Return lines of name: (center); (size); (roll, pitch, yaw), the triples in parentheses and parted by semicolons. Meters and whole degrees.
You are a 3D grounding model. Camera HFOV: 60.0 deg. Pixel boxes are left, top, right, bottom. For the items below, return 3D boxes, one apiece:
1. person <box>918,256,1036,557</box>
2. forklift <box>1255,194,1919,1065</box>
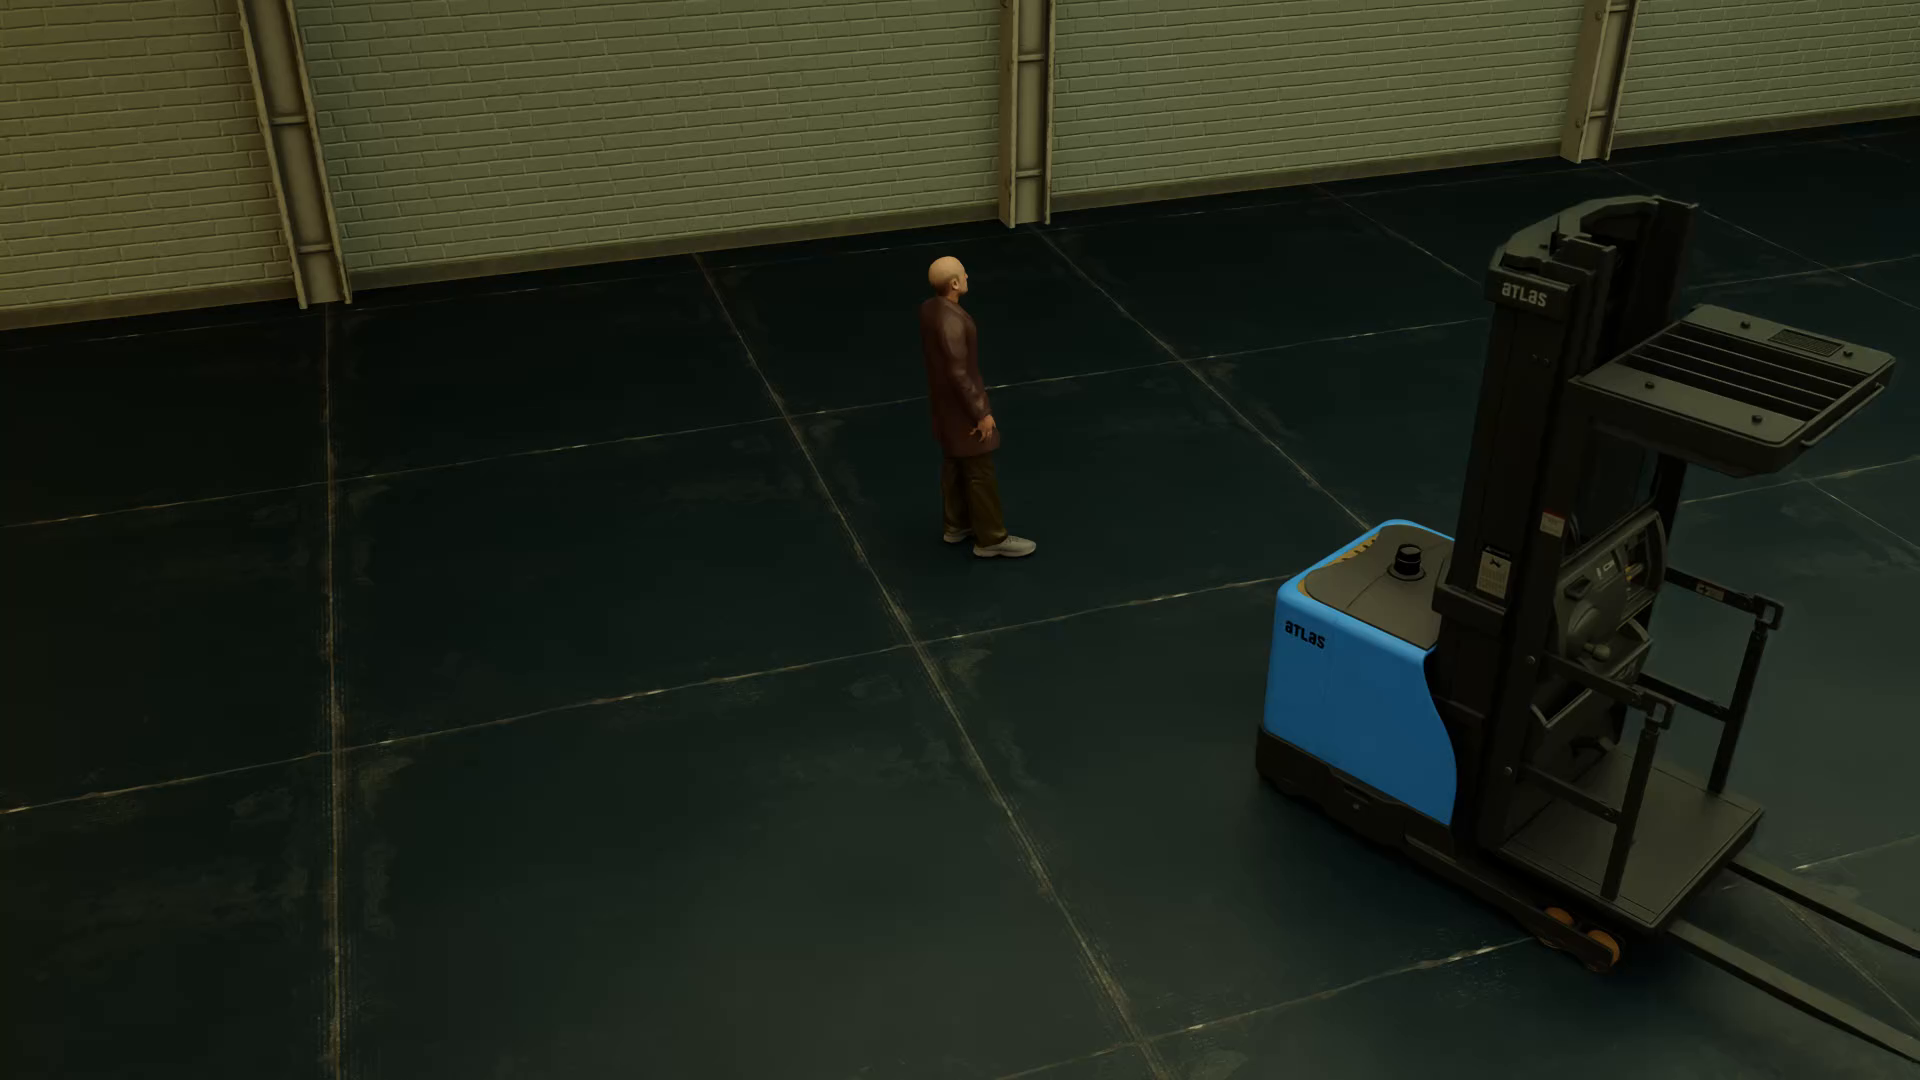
person: (0.088, -0.789, 9.600); (0.582, 1.776, 0.696); (-10, 31, -16)
forklift: (2.809, 0.229, 6.688); (1.130, 2.935, 3.031); (-26, 39, -37)
